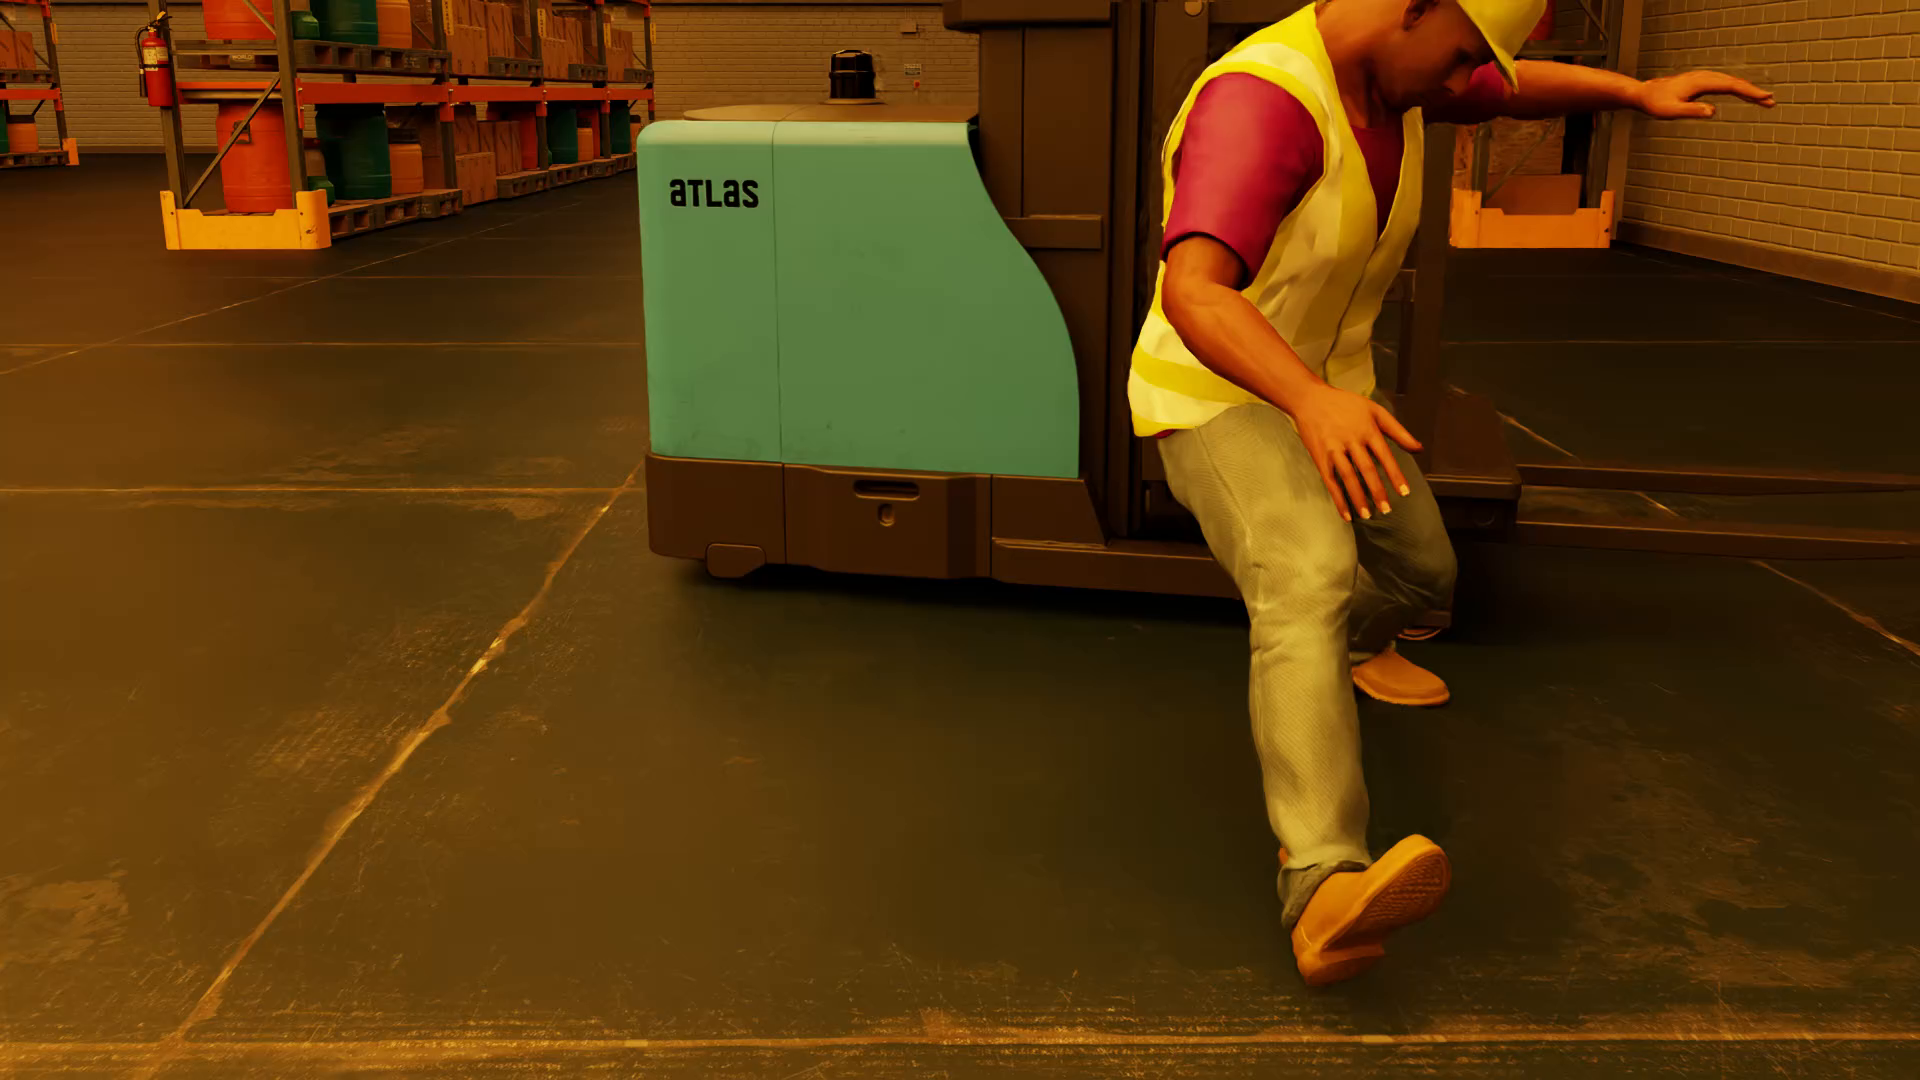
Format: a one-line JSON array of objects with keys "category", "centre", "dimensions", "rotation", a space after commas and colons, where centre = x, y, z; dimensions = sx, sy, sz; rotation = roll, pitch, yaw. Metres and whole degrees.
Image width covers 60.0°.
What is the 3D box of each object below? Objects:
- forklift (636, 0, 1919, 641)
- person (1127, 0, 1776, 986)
[{"category": "forklift", "centre": [0.821, -1.351, 3.752], "dimensions": [3.031, 2.935, 1.130], "rotation": [4, 15, 13]}, {"category": "person", "centre": [0.642, -0.231, 2.539], "dimensions": [1.182, 1.410, 0.967], "rotation": [-13, 20, -39]}]
